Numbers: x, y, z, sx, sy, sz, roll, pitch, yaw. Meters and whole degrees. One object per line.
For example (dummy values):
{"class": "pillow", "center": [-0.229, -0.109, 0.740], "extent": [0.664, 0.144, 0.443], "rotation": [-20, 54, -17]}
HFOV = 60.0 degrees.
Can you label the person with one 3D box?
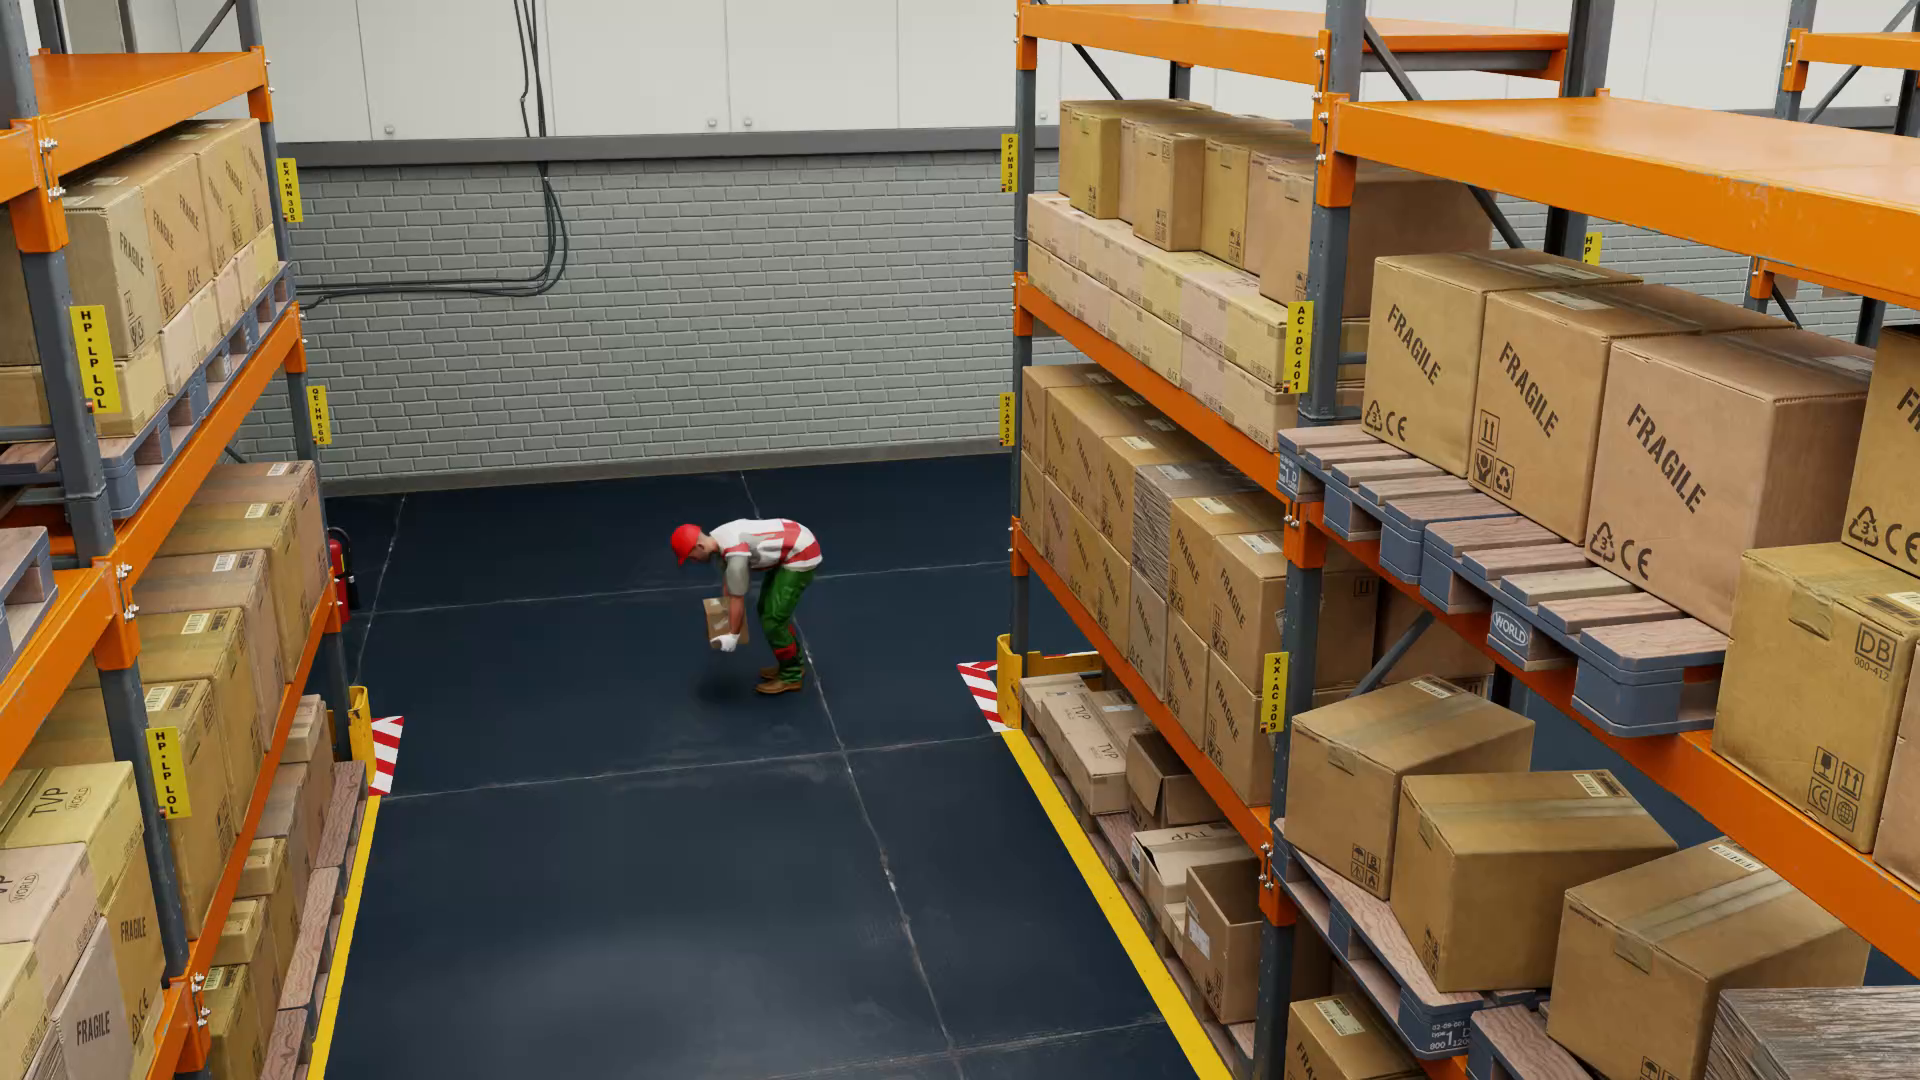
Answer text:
{"class": "person", "center": [-1.368, 0.418, 10.775], "extent": [0.957, 1.167, 0.487], "rotation": [-5, 20, -14]}
